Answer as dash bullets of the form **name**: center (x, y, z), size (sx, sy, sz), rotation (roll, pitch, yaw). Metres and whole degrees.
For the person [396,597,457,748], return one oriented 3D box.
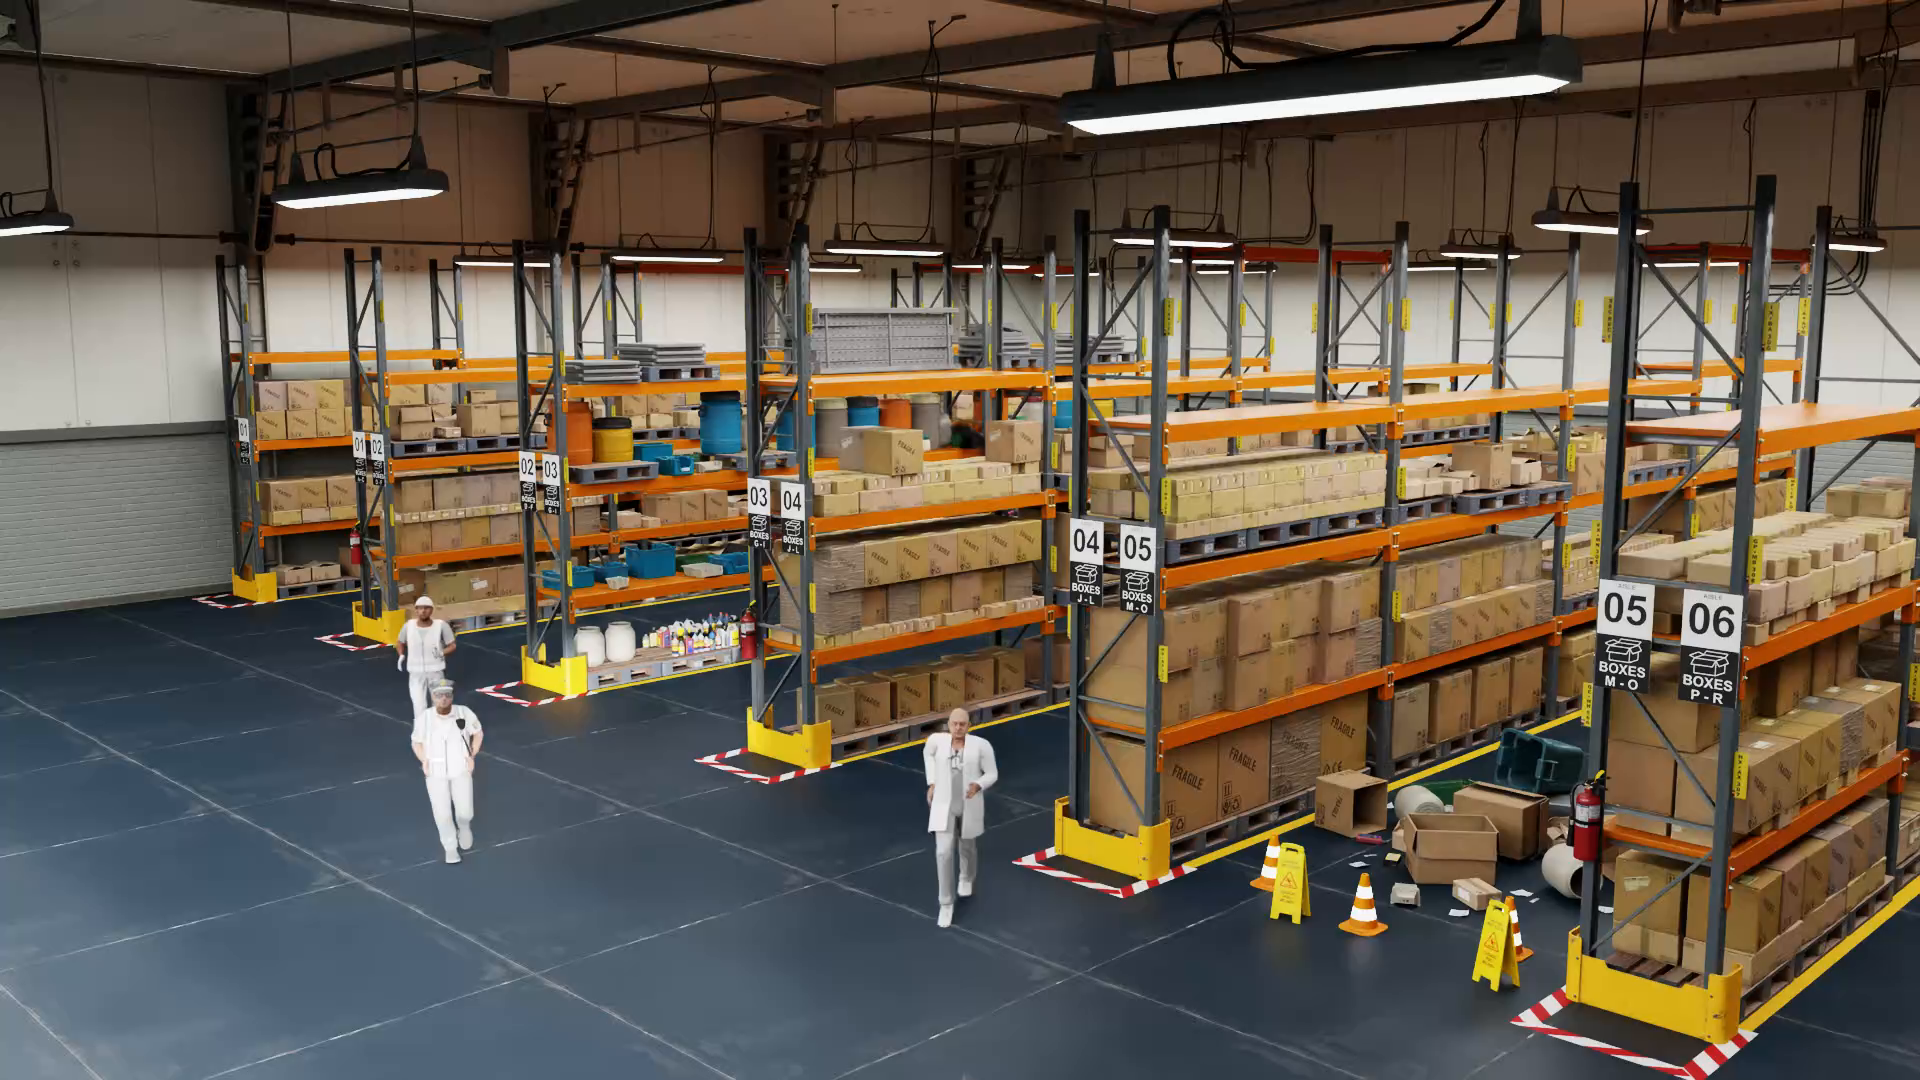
- **person**: center (-6.274, 1.536, 19.560), size (0.698, 1.757, 0.893), rotation (-2, 8, -12)

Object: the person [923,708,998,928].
- **person**: center (0.000, 2.303, 14.165), size (0.642, 1.824, 0.972), rotation (0, 8, 2)

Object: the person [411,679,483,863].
- **person**: center (-4.744, 2.133, 15.426), size (0.640, 1.730, 0.596), rotation (-2, 8, -16)
